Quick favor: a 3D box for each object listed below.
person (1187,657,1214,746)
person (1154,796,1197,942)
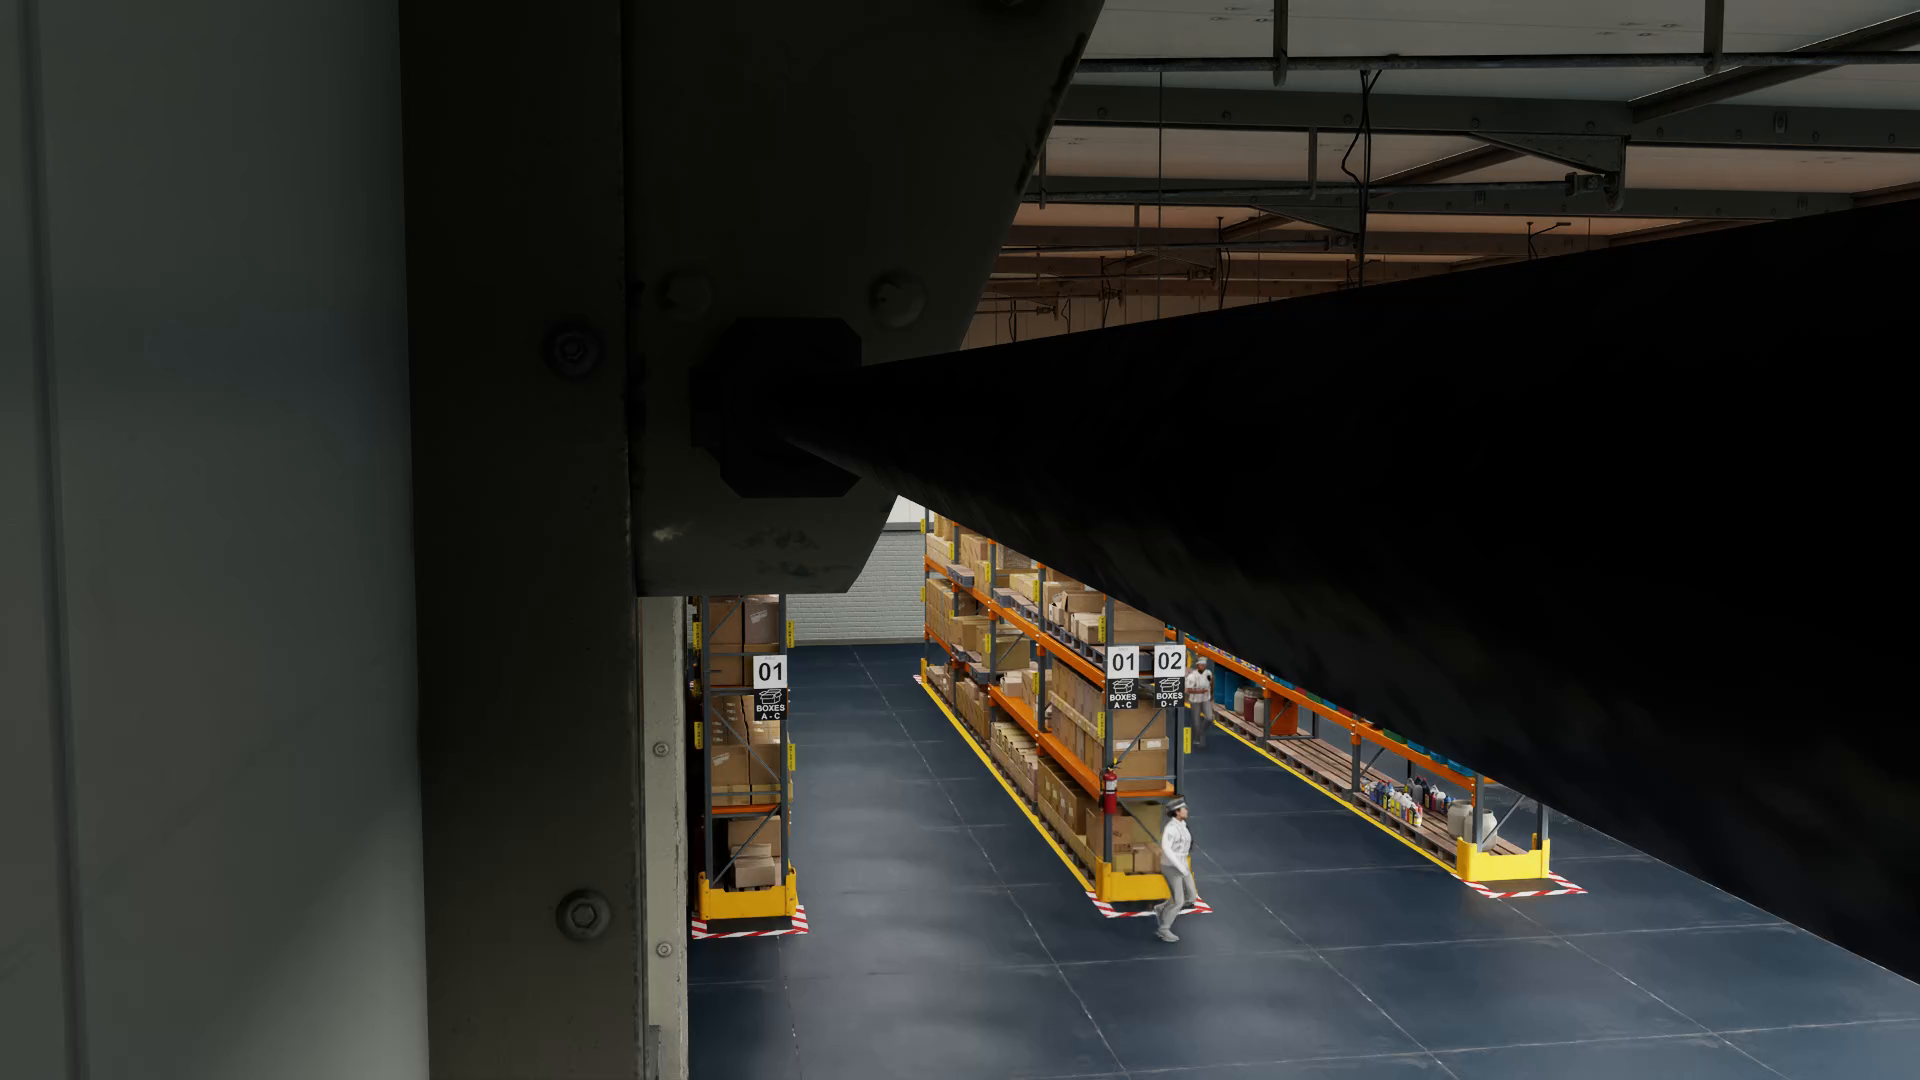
[{"bbox_3d":[4.315,2.879,29.660,0.609,1.644,0.762,-1,5,-15],"label":"person"},{"bbox_3d":[2.539,3.817,19.440,0.476,1.634,0.667,3,6,26],"label":"person"}]
